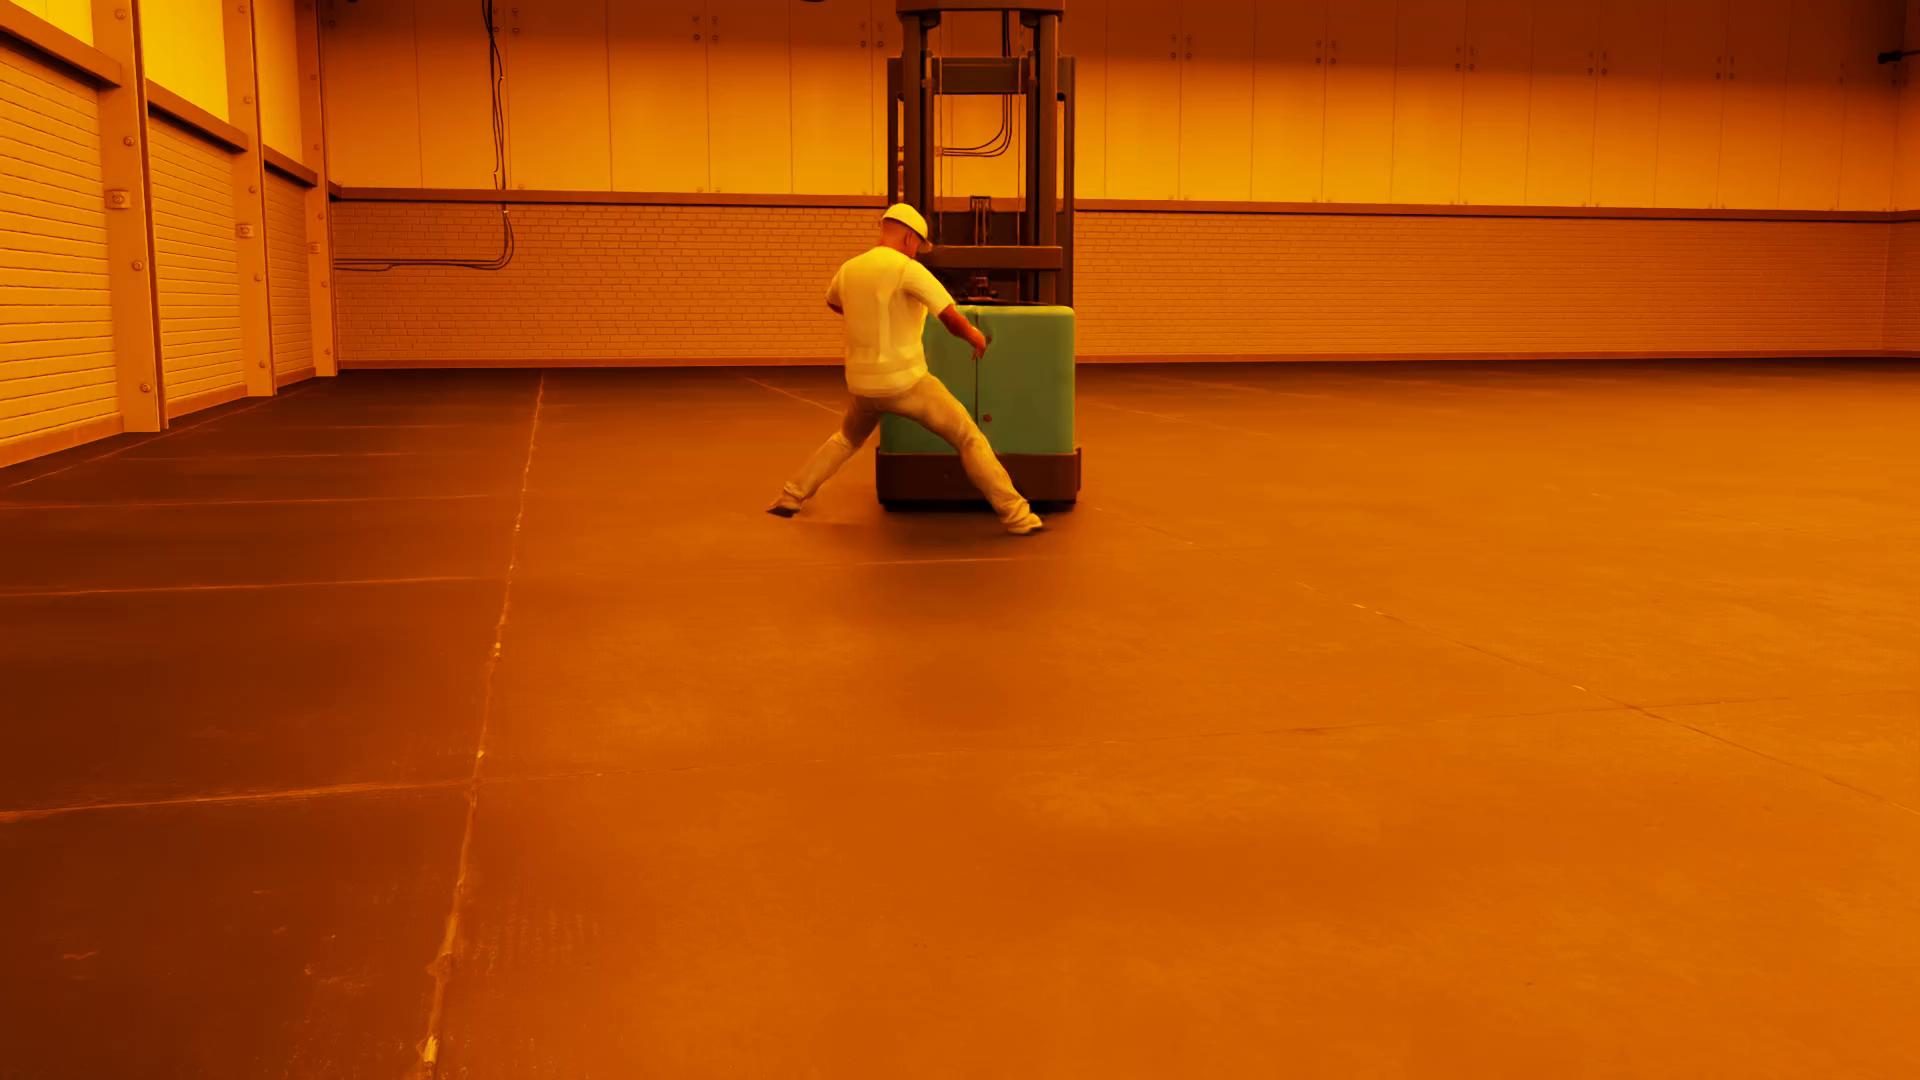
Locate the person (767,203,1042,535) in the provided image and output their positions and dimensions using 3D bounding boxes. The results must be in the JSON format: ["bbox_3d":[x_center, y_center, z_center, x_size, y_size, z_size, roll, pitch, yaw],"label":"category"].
[{"bbox_3d":[-0.284,-0.840,8.089,1.310,1.555,0.831,7,11,42],"label":"person"}]

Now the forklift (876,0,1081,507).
[{"bbox_3d":[0.129,-1.797,9.970,1.130,2.935,3.031,0,8,2],"label":"forklift"}]
